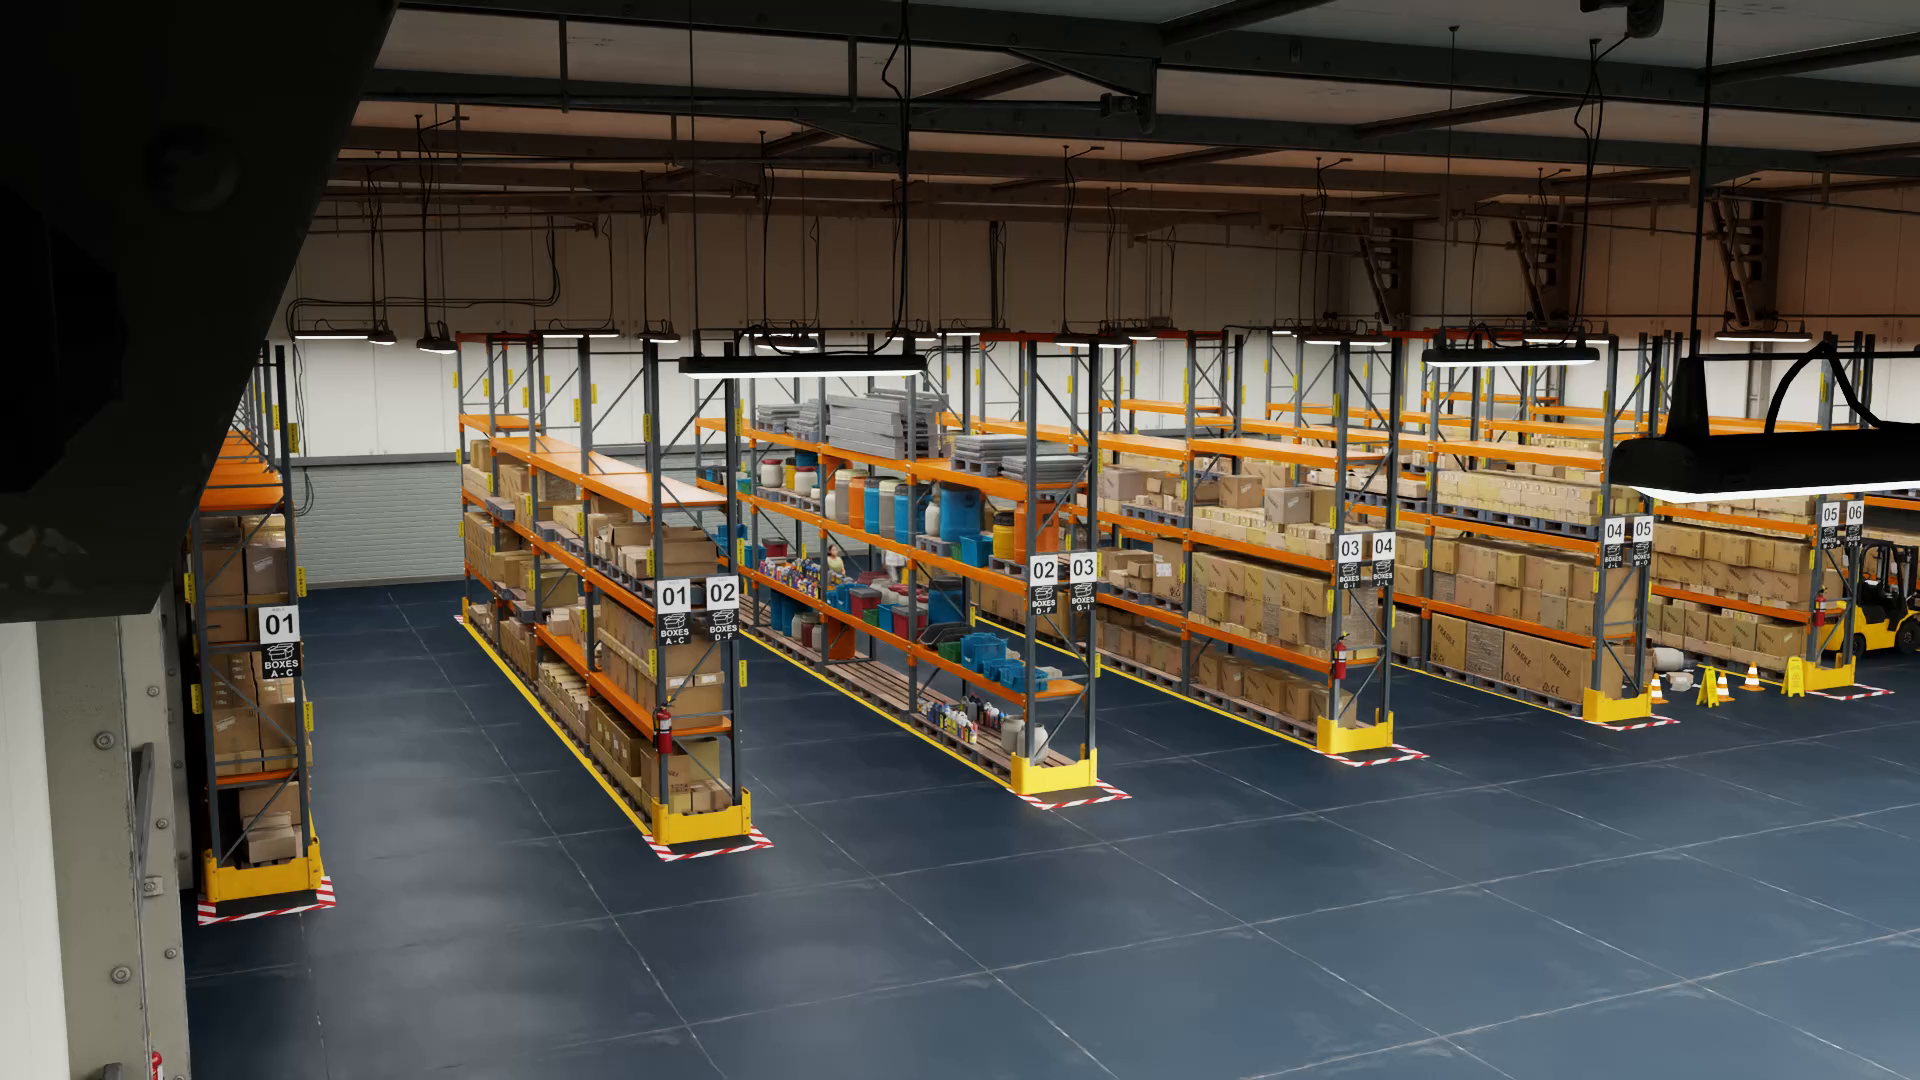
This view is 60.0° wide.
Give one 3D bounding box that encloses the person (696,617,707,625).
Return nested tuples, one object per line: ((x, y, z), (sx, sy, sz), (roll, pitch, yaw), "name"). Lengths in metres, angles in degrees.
((-4.741, 1.407, 30.825), (0.442, 1.536, 0.994), (-4, 9, -26), "person")

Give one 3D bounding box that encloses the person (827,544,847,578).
((-2.591, 0.887, 34.335), (0.465, 1.620, 1.049), (-6, 10, -38), "person")

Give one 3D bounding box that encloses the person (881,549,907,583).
((-1.406, 0.531, 36.642), (0.563, 1.719, 1.068), (-4, 9, -26), "person")
